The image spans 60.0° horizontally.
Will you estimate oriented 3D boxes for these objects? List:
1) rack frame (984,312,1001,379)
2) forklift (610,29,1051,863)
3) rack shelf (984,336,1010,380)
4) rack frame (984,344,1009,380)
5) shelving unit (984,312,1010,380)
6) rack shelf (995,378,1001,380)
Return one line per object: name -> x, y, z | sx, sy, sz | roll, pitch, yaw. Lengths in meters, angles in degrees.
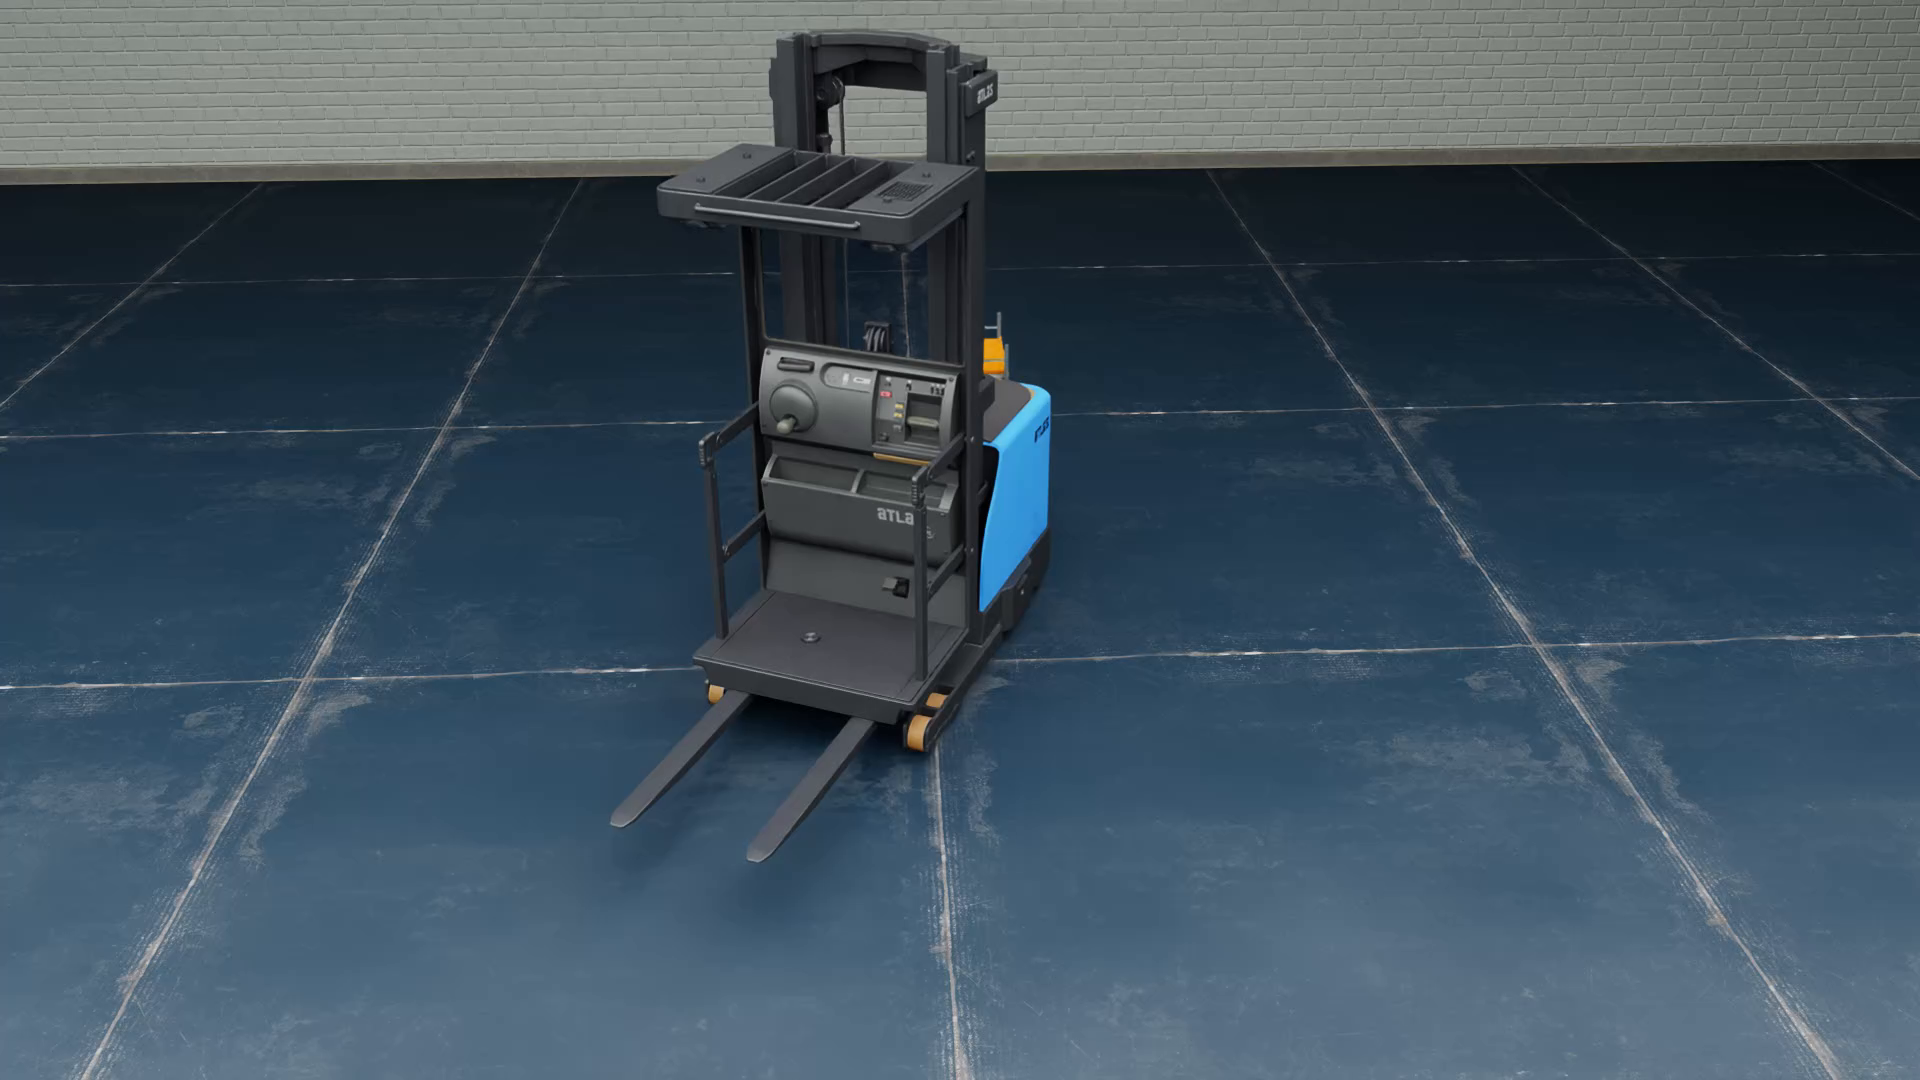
rack frame -> 0.103, -0.698, 9.291 | 0.240, 1.200, 0.015 | -1, 28, -3
forklift -> -0.533, -0.570, 7.174 | 1.130, 2.935, 3.031 | 10, 29, 19
rack shelf -> 0.117, -0.934, 8.893 | 0.258, 0.148, 0.480 | -1, 28, -3
rack frame -> 0.130, -0.473, 8.859 | 0.240, 1.200, 0.015 | -1, 28, -3
shelving unit -> 0.117, -0.585, 9.075 | 0.258, 1.200, 0.503 | -1, 28, -3
rack shelf -> 0.117, -0.724, 9.003 | 0.258, 0.148, 0.480 | -1, 28, -3
